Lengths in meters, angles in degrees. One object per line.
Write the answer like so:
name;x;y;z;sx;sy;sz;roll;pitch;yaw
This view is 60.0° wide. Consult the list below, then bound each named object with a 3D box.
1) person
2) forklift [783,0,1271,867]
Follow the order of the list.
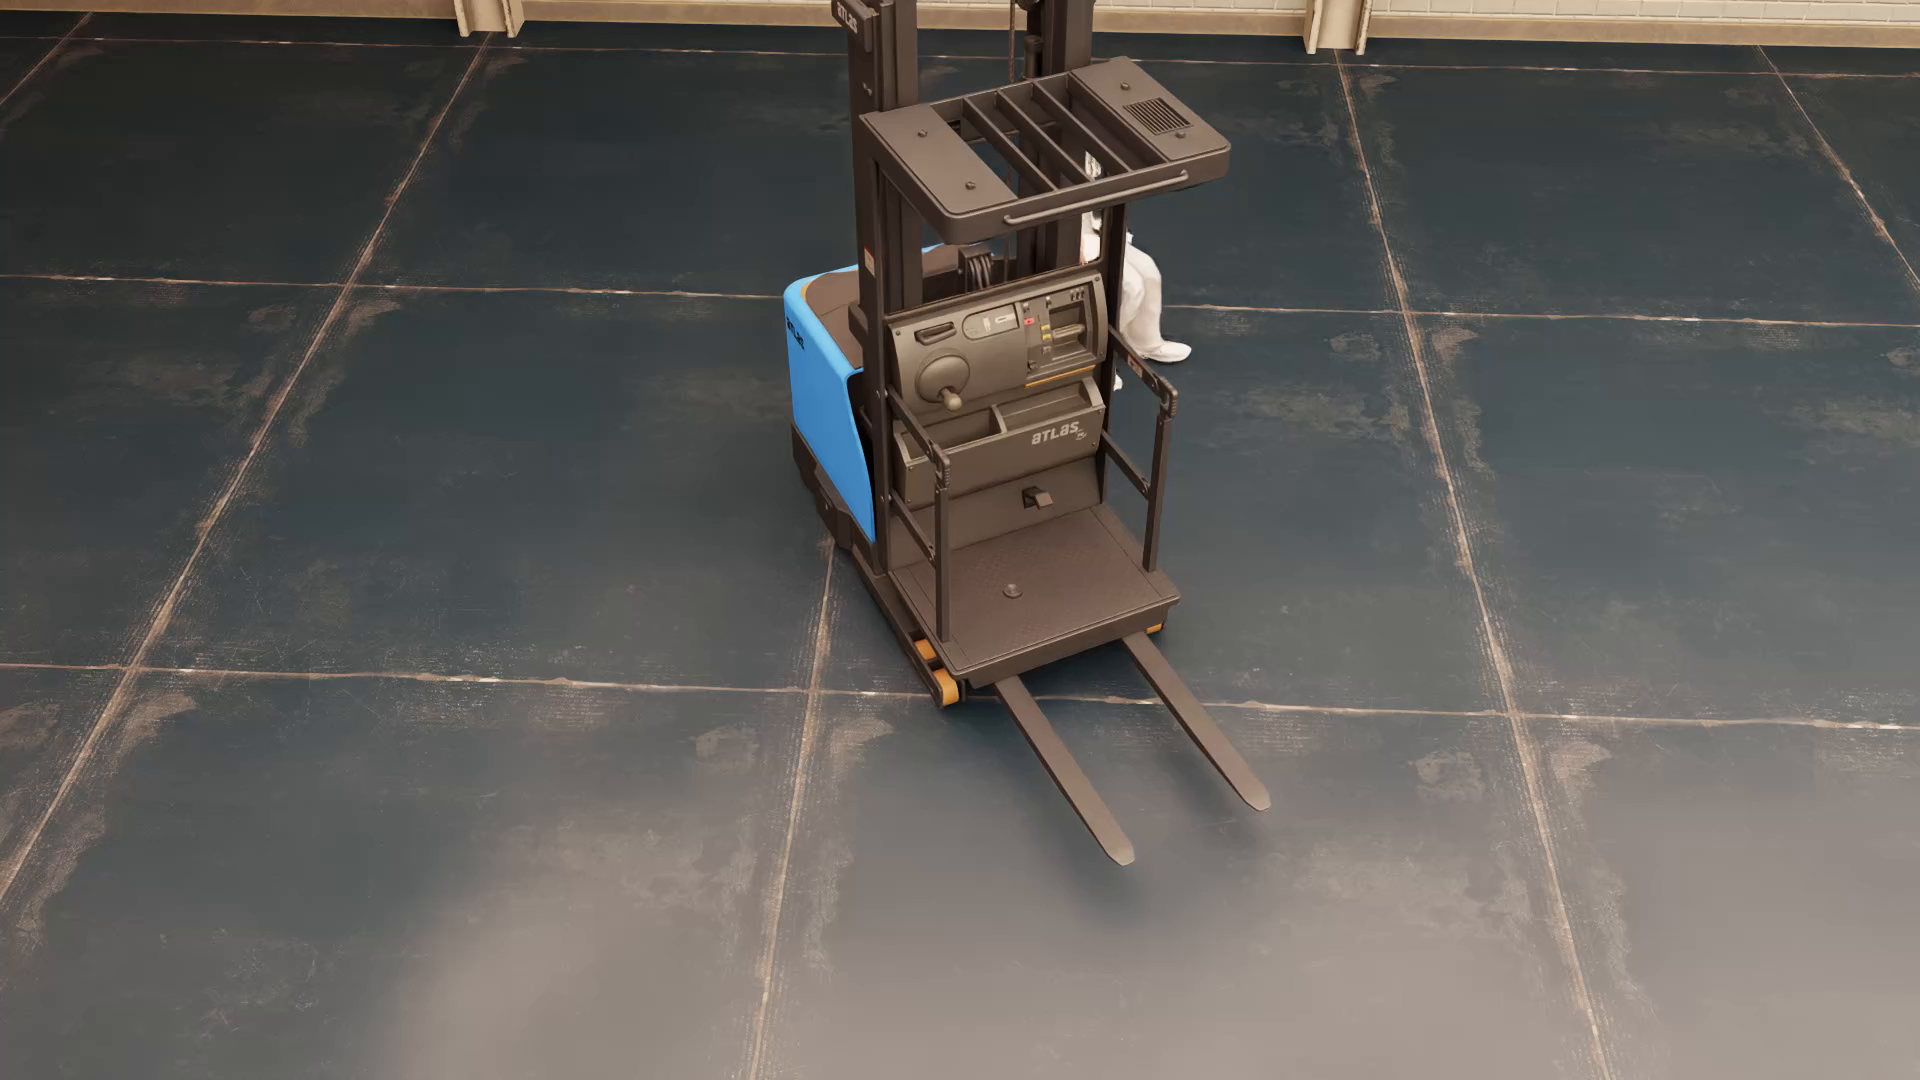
person;0.770;-1.529;8.447;0.896;1.535;1.065;12;44;13
forklift;0.261;-0.710;6.520;1.130;2.935;3.031;-18;45;-18
